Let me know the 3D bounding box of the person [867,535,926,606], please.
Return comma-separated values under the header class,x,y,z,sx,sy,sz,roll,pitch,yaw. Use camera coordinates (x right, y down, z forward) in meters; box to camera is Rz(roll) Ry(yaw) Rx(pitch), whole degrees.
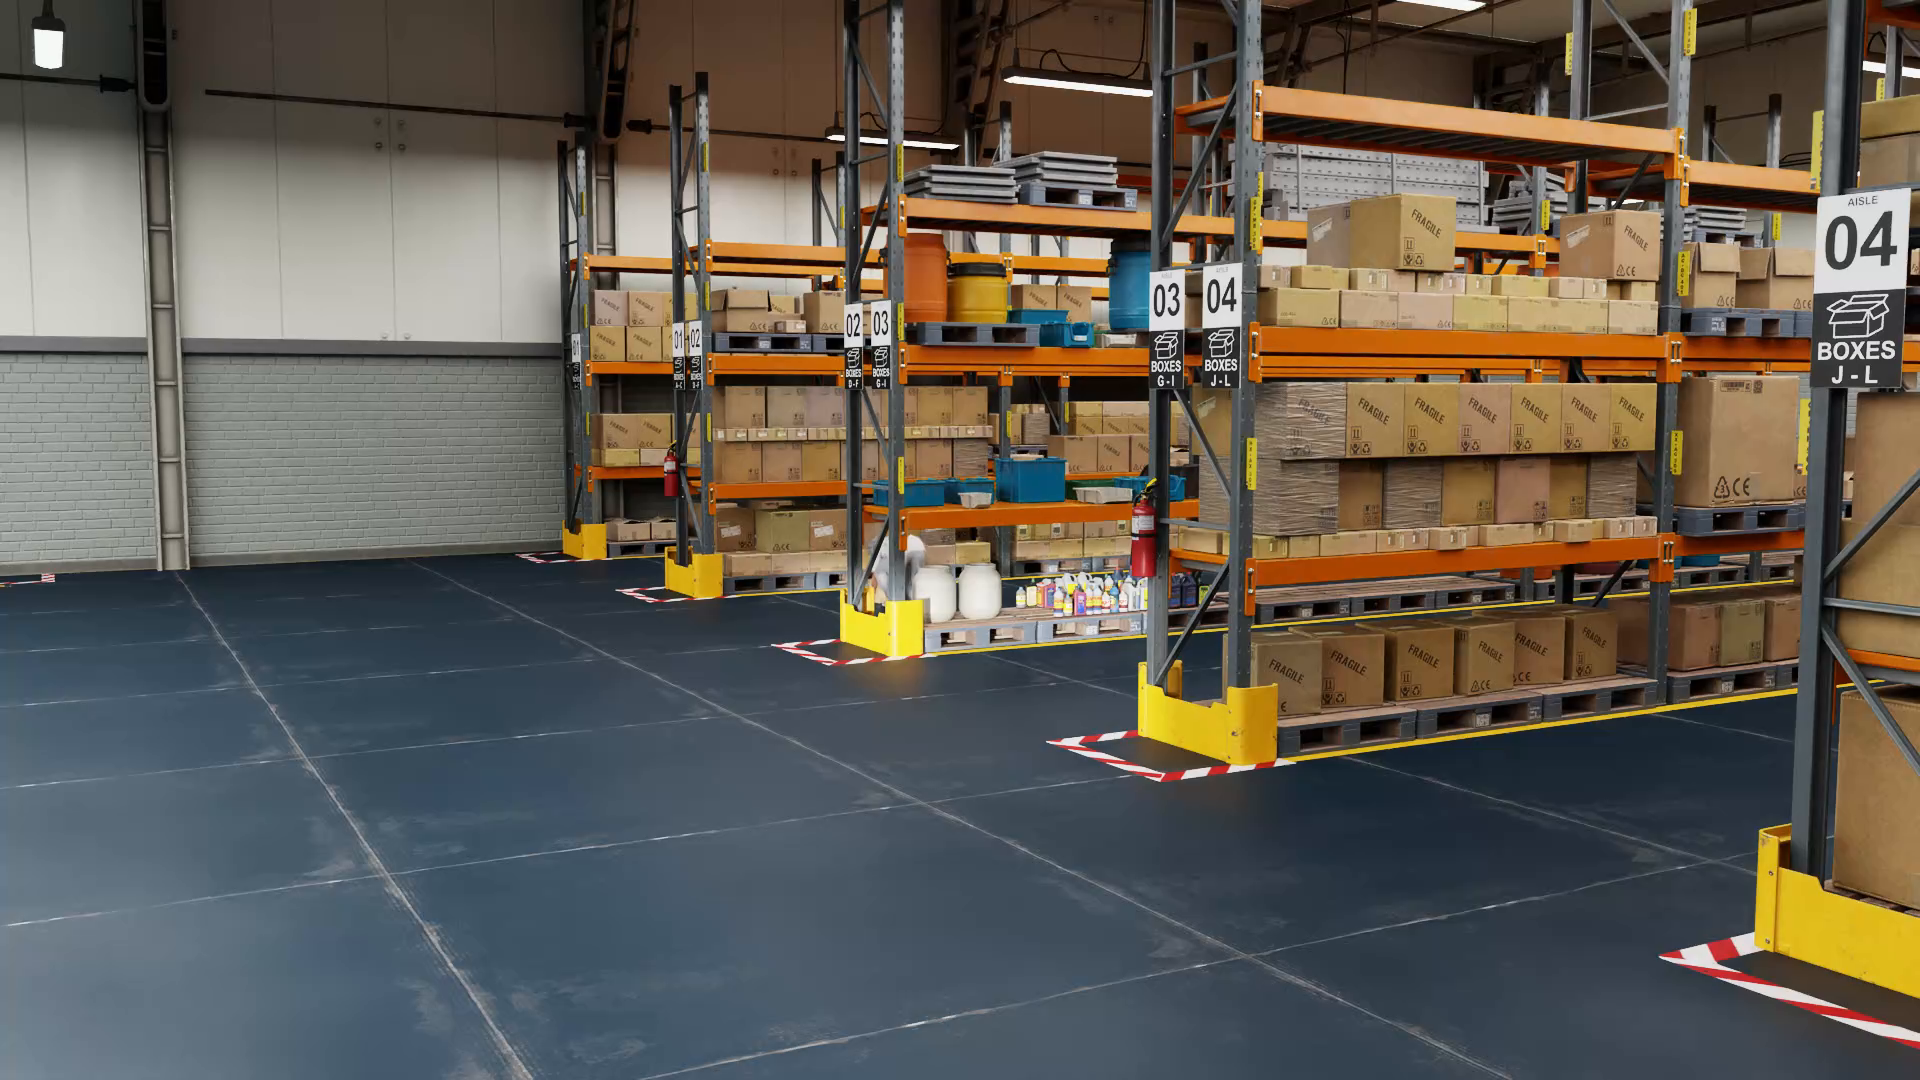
class,x,y,z,sx,sy,sz,roll,pitch,yaw
person,-0.736,0.339,18.648,0.471,0.823,0.921,-3,6,-31
